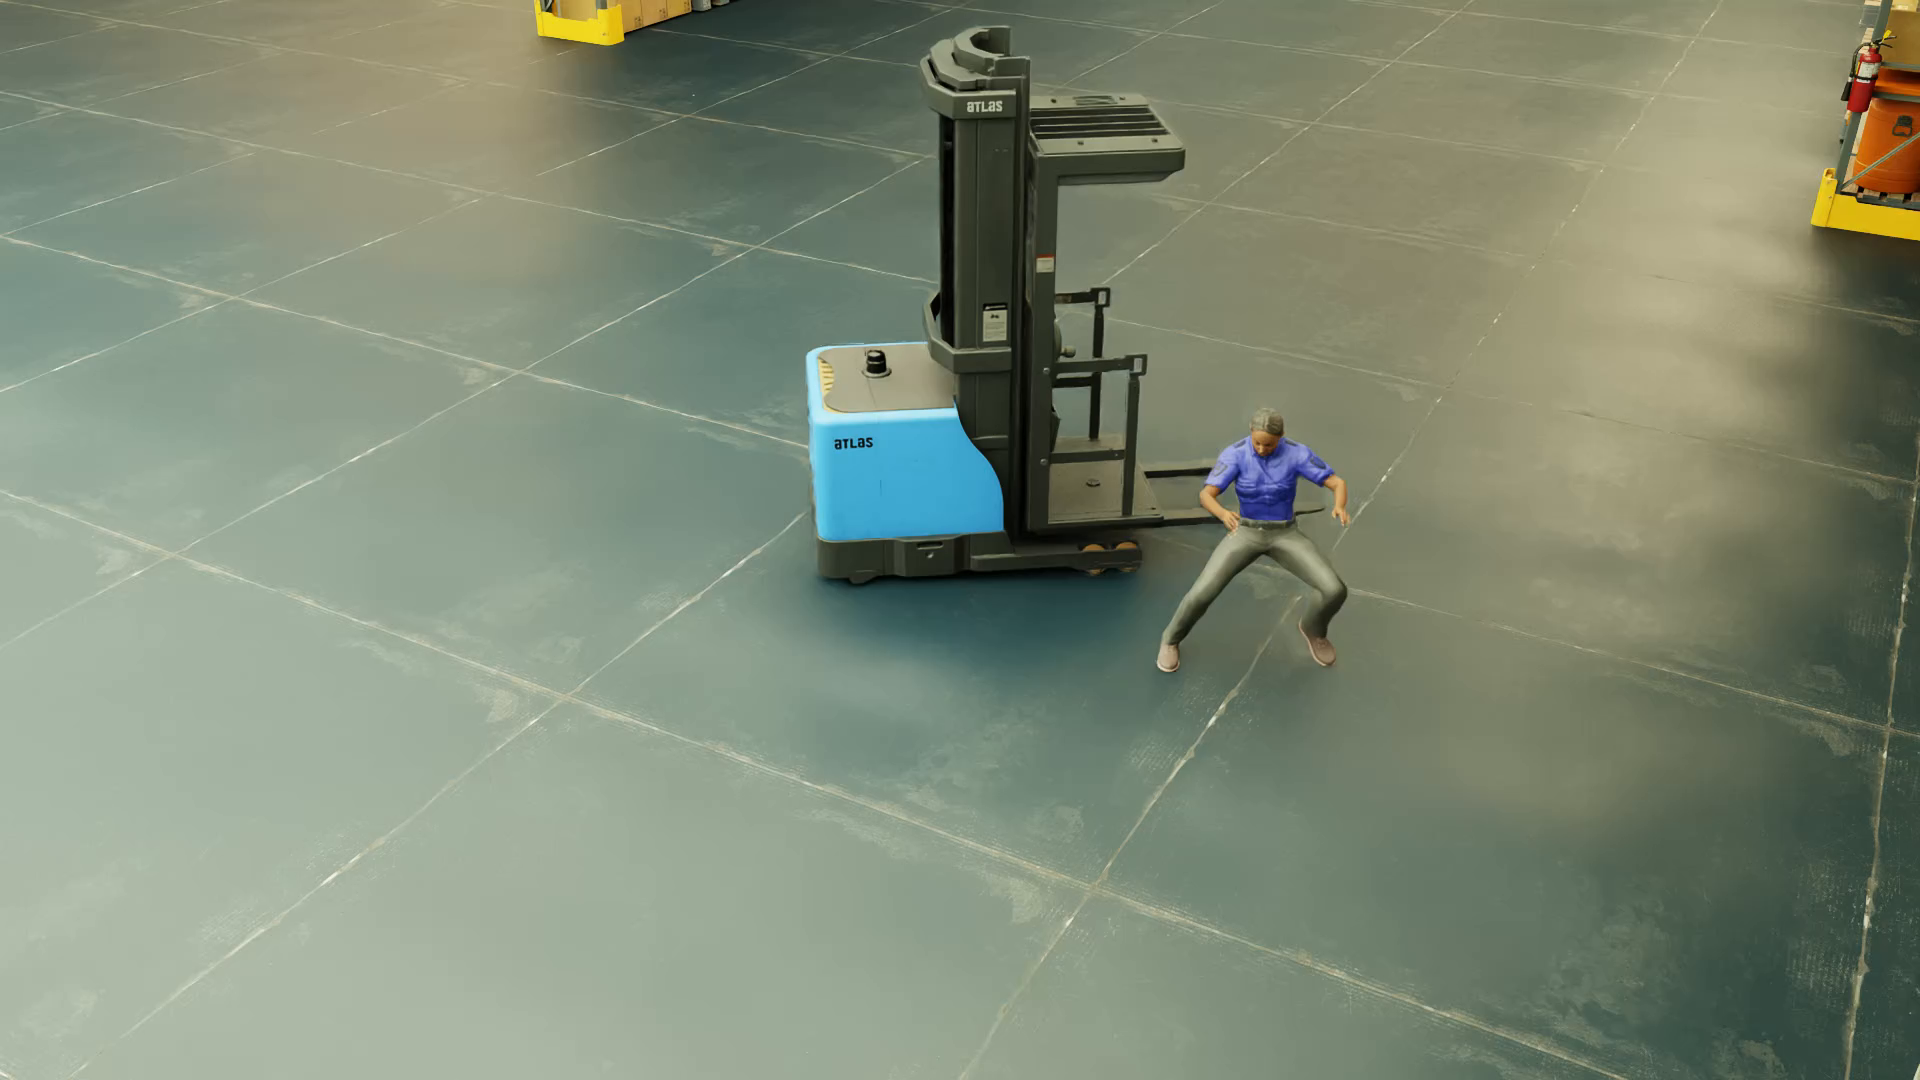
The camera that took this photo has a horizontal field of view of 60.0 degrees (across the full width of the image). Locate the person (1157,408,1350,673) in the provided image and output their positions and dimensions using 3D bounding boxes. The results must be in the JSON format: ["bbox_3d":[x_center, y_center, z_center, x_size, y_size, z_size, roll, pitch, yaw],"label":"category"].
[{"bbox_3d":[1.526,0.039,8.499,0.942,1.444,0.694,5,30,9],"label":"person"}]

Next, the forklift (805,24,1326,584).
[{"bbox_3d":[0.632,-1.335,9.383,3.031,2.935,1.130,-4,30,-6],"label":"forklift"}]
